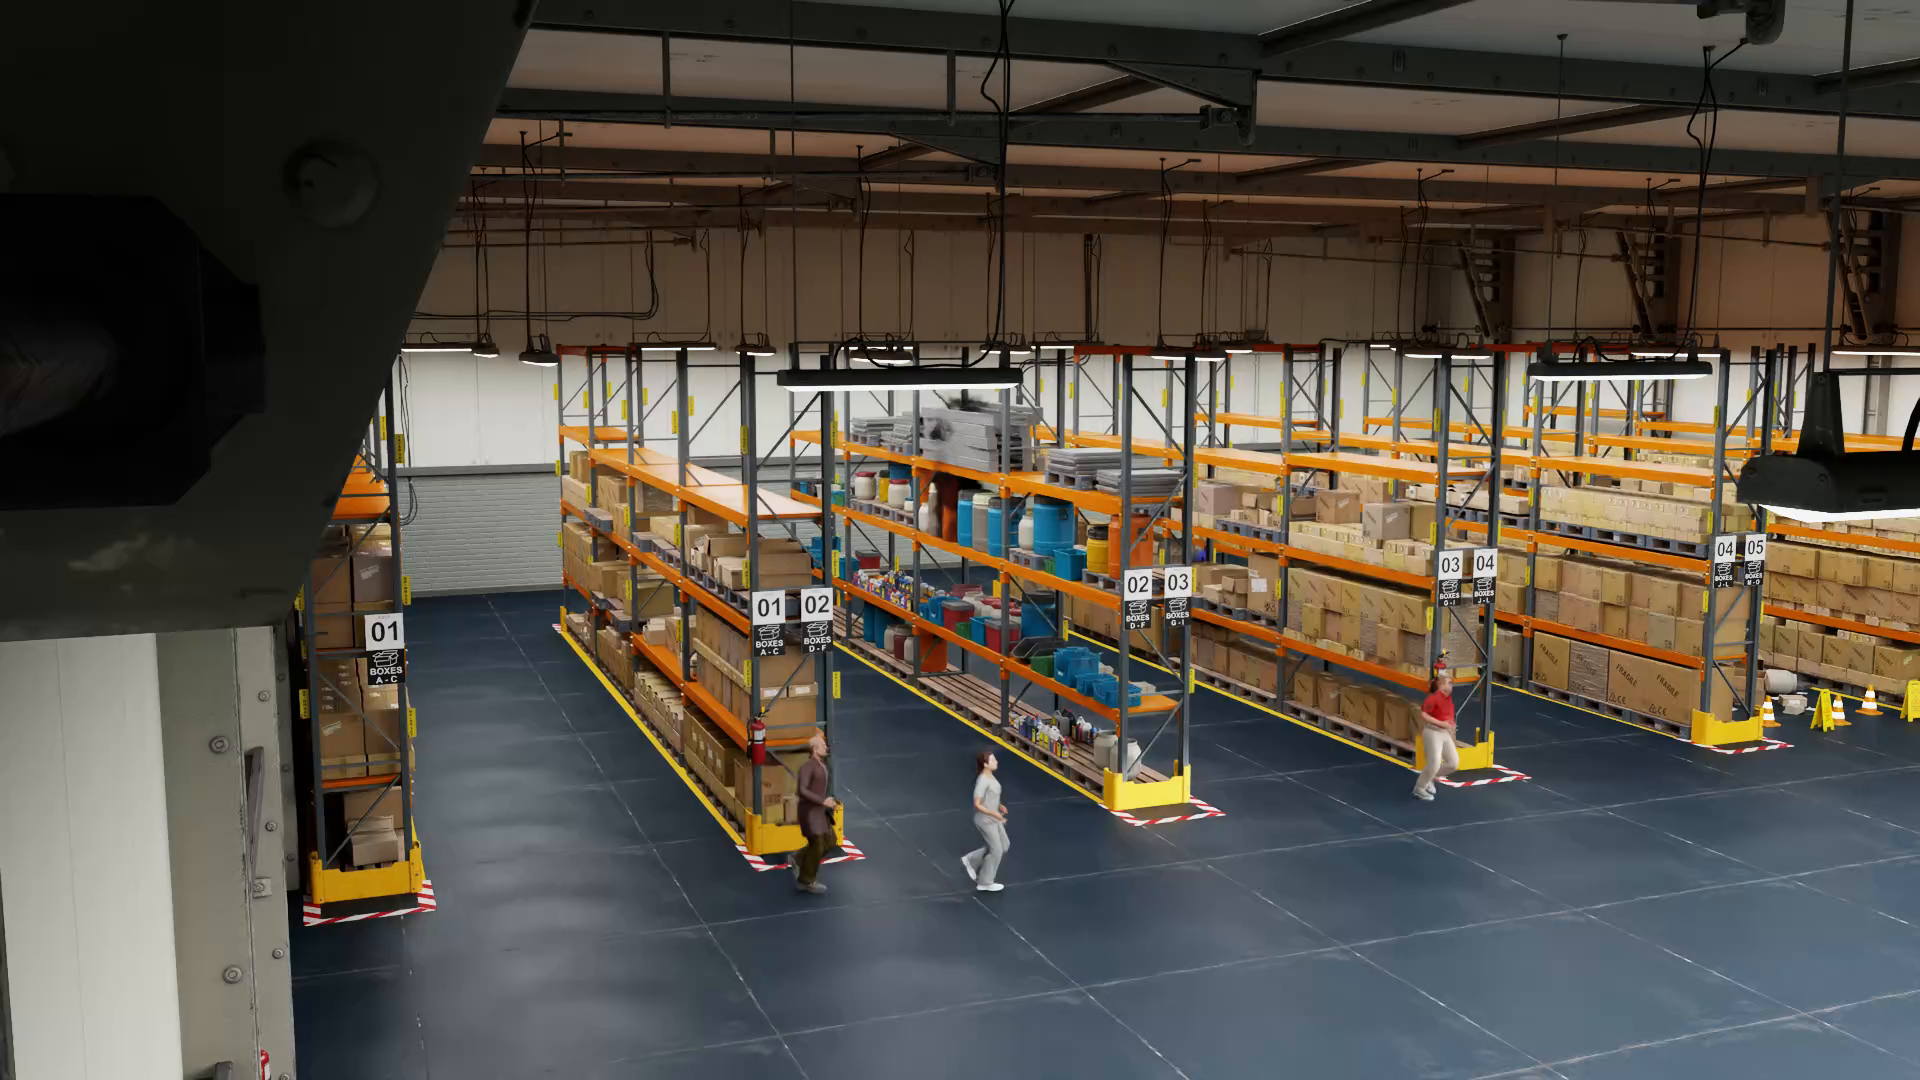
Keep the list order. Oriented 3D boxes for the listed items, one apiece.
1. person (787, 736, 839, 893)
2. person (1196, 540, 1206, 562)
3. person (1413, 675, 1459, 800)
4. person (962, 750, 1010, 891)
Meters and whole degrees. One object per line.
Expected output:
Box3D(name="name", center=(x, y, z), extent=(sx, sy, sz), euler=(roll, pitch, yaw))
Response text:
Box3D(name="person", center=(-1.642, 3.088, 18.895), extent=(0.656, 1.737, 0.815), euler=(1, 7, 8))
Box3D(name="person", center=(5.471, 0.792, 36.810), extent=(0.585, 1.637, 0.967), euler=(-2, 8, -16))
Box3D(name="person", center=(6.527, 2.661, 22.489), extent=(0.664, 1.655, 0.569), euler=(-5, 9, -37))
Box3D(name="person", center=(0.279, 3.164, 18.720), extent=(0.558, 1.605, 0.547), euler=(2, 7, 12))
